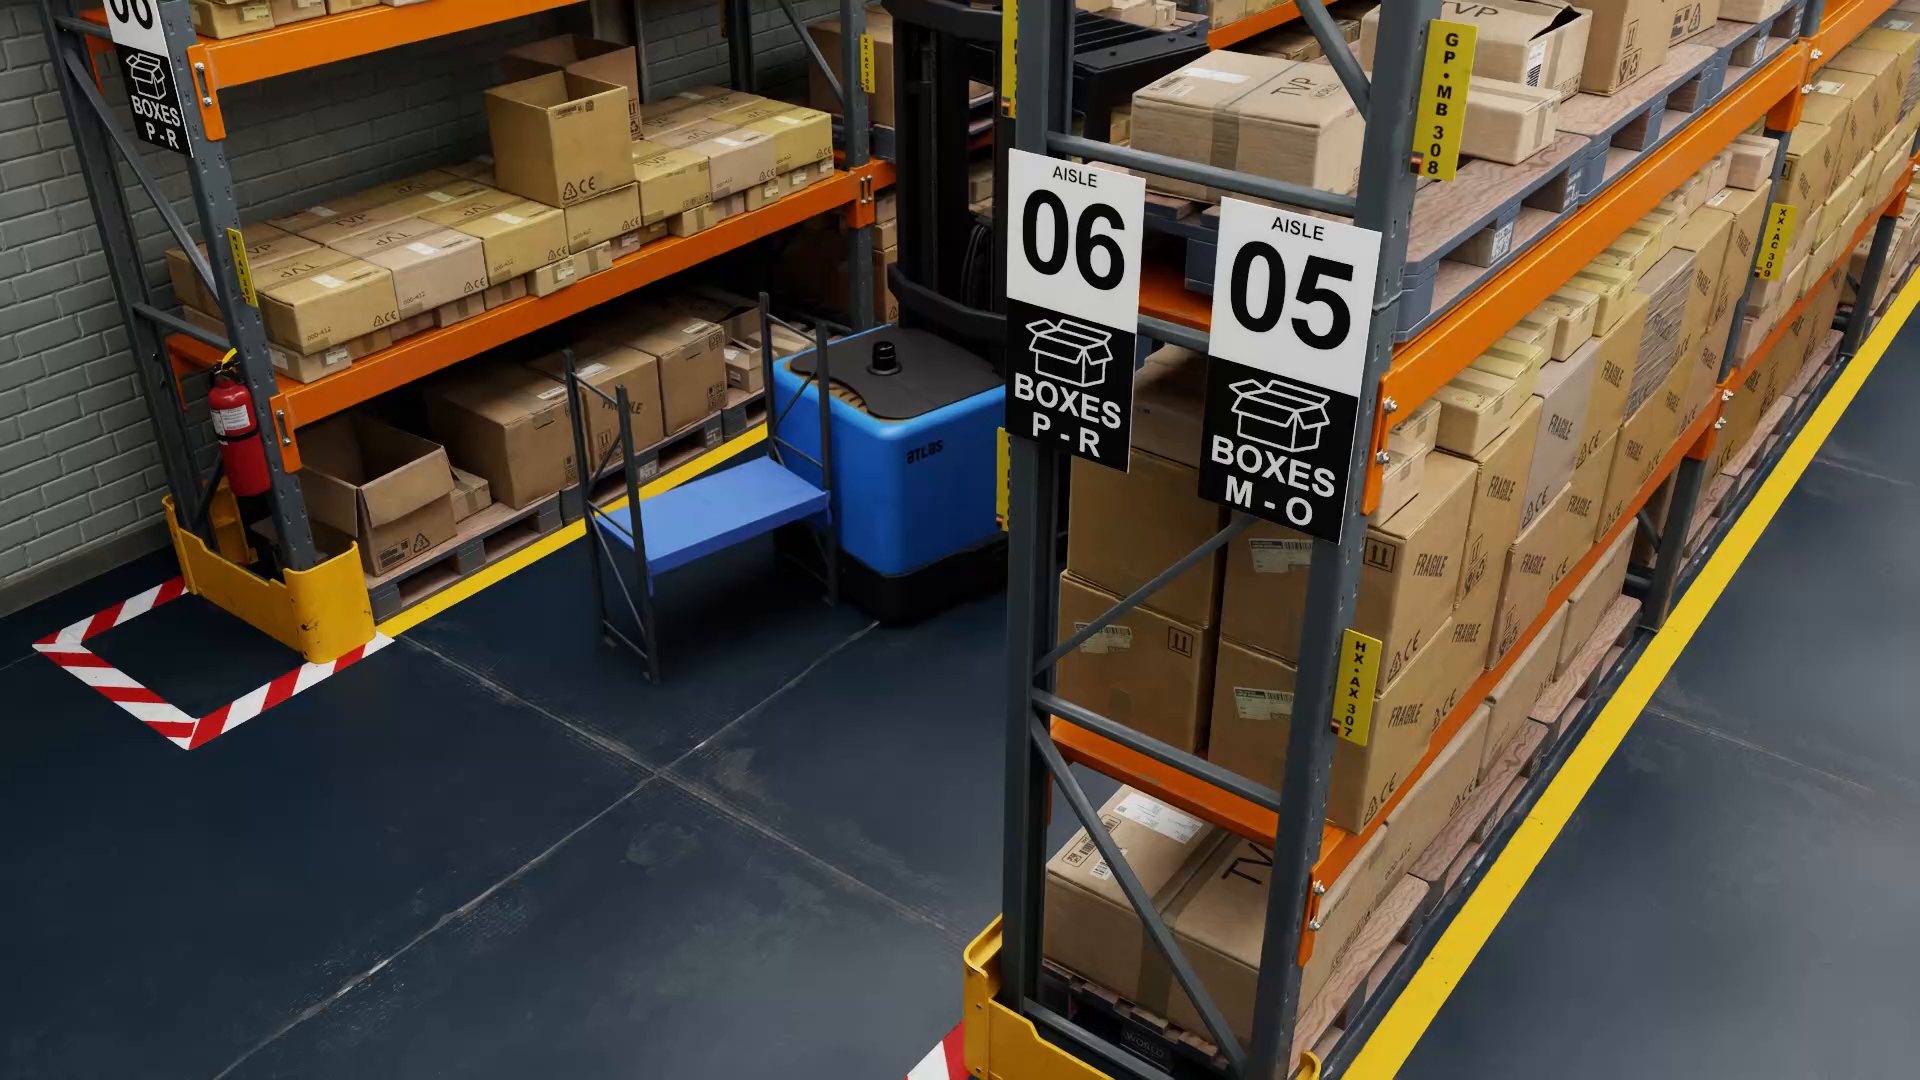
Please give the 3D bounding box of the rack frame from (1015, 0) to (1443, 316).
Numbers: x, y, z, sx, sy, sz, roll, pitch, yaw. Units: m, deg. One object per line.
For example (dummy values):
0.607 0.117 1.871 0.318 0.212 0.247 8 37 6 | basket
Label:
0.570 -1.969 3.246 1.000 3.000 0.127 21 37 31 | rack frame

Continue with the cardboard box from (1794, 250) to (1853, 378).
4.916 -1.652 10.267 0.875 0.875 0.875 21 36 31 | cardboard box

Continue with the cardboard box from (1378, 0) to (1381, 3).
4.397 -5.320 16.089 0.500 0.250 0.500 21 36 31 | cardboard box

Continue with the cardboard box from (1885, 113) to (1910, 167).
5.003 -2.306 9.356 0.500 0.250 0.500 20 36 30 | cardboard box

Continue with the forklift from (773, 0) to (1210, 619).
0.488 -1.500 8.406 3.031 2.935 1.130 -23 38 -34 | forklift

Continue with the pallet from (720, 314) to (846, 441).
-1.390 -1.062 10.335 1.003 0.211 1.213 21 37 31 | pallet

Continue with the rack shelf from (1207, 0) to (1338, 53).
2.647 -4.670 14.393 1.077 0.370 4.000 21 37 31 | rack shelf

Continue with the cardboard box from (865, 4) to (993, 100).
-0.192 -3.102 10.533 0.700 0.500 0.500 22 37 32 | cardboard box

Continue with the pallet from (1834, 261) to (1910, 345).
5.872 -1.758 11.509 1.003 0.211 1.213 21 37 31 | pallet

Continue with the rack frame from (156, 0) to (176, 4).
-3.389 -3.495 5.821 1.000 3.000 0.127 21 37 31 | rack frame

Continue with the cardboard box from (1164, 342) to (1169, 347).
0.850 -0.589 5.088 0.380 0.149 0.250 21 36 31 | cardboard box

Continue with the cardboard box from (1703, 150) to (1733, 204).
2.807 -1.470 6.573 0.380 0.149 0.250 22 37 32 | cardboard box

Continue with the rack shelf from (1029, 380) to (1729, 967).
1.778 0.108 6.331 1.077 0.370 4.000 21 37 31 | rack shelf

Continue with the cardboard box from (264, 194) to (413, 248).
-3.011 -1.456 8.120 0.500 0.250 0.500 21 37 31 | cardboard box

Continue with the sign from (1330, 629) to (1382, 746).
1.009 0.378 4.243 0.100 0.325 0.005 21 37 31 | sign

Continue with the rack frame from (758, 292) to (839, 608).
-0.769 -0.413 7.976 0.032 1.500 0.500 -23 38 -33 | rack frame

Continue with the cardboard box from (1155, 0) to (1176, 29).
1.349 -3.854 12.145 0.380 0.149 0.250 22 37 32 | cardboard box

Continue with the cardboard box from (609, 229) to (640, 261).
-1.911 -1.603 8.759 0.380 0.149 0.250 21 37 31 | cardboard box

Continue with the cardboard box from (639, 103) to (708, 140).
-1.786 -2.280 9.510 0.500 0.250 0.500 21 36 31 | cardboard box

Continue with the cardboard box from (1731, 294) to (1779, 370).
3.461 -1.047 7.722 0.500 0.250 0.500 20 36 30 | cardboard box

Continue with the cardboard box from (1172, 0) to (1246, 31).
1.903 -4.207 13.053 0.500 0.250 0.500 21 37 31 | cardboard box

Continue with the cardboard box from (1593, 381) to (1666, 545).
2.311 -0.370 6.335 0.500 0.500 0.500 21 36 31 | cardboard box

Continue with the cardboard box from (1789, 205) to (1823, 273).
3.768 -1.477 7.958 0.500 0.250 0.500 22 37 32 | cardboard box

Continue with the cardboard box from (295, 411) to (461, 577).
-2.944 -0.241 8.251 0.797 0.503 0.637 20 36 29 | cardboard box

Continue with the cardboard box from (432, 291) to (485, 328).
-2.523 -1.175 8.036 0.380 0.149 0.250 22 37 33 | cardboard box

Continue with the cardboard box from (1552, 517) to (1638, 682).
2.520 0.129 7.691 0.875 0.438 0.875 21 36 31 | cardboard box

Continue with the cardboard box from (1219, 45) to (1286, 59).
2.216 -3.843 14.209 0.875 0.625 0.625 22 37 33 | cardboard box

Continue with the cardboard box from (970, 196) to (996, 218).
0.115 -2.194 11.550 0.500 0.500 0.500 20 36 30 | cardboard box

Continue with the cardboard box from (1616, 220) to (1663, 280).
2.231 -1.043 5.853 0.380 0.149 0.250 20 36 30 | cardboard box

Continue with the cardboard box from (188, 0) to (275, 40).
-3.011 -2.155 6.748 0.380 0.149 0.250 22 37 32 | cardboard box

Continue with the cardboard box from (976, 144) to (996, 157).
0.332 -2.657 11.695 0.380 0.149 0.250 21 37 31 | cardboard box

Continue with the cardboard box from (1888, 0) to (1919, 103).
5.296 -2.823 9.492 0.500 0.500 0.500 20 36 30 | cardboard box

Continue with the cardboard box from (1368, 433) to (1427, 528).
1.005 -0.200 4.430 0.380 0.149 0.250 22 37 32 | cardboard box

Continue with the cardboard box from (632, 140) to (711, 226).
-1.690 -1.915 8.894 0.500 0.250 0.500 21 36 31 | cardboard box

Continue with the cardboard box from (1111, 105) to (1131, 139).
1.204 -3.151 12.529 0.380 0.149 0.250 19 36 29 | cardboard box

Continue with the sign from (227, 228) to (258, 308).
-2.956 -1.120 6.849 0.100 0.325 0.005 21 37 31 | sign

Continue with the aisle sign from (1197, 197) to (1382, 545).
0.758 -0.388 3.913 0.394 0.787 0.004 21 37 31 | aisle sign

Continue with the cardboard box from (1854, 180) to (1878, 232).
4.689 -1.878 9.124 0.500 0.250 0.500 21 36 31 | cardboard box

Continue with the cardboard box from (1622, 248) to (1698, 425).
2.308 -0.797 6.074 0.500 0.500 0.500 22 37 32 | cardboard box

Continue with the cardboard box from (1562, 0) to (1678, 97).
1.907 -1.719 5.158 0.500 0.500 0.500 22 37 32 | cardboard box

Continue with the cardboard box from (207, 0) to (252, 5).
-2.903 -2.365 6.711 0.500 0.250 0.500 21 36 31 | cardboard box

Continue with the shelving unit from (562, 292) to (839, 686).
-1.159 -0.247 7.696 1.048 1.500 0.538 -23 38 -33 | shelving unit

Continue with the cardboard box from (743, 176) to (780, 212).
-1.243 -1.999 9.428 0.380 0.149 0.250 22 37 32 | cardboard box

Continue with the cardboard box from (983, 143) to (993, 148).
0.139 -2.892 12.092 0.380 0.149 0.250 21 37 32 | cardboard box

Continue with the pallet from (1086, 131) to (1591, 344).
1.010 -0.945 4.548 1.003 0.211 1.213 21 37 31 | pallet

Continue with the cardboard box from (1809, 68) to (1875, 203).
4.070 -1.996 8.097 0.500 0.500 0.500 20 36 30 | cardboard box

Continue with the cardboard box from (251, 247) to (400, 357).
-2.901 -1.079 7.485 0.500 0.250 0.500 21 37 32 | cardboard box

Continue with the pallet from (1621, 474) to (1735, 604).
3.391 -0.151 8.799 1.003 0.211 1.213 21 37 31 | pallet

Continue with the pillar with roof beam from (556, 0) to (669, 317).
1.319 -3.791 6.320 9.100 9.000 0.400 21 37 31 | pillar with roof beam

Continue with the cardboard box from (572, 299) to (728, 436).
-1.771 -0.997 9.529 0.700 0.500 0.500 20 36 30 | cardboard box

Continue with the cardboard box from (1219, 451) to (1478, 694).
1.087 0.031 4.677 0.500 0.500 0.500 20 36 30 | cardboard box

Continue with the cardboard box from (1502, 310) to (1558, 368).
1.616 -0.634 5.163 0.380 0.149 0.250 22 37 32 | cardboard box

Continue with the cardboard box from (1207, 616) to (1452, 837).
1.089 0.462 4.930 0.500 0.500 0.500 21 36 31 | cardboard box

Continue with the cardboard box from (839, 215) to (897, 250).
-0.546 -1.989 10.567 0.380 0.149 0.250 23 38 33 | cardboard box
